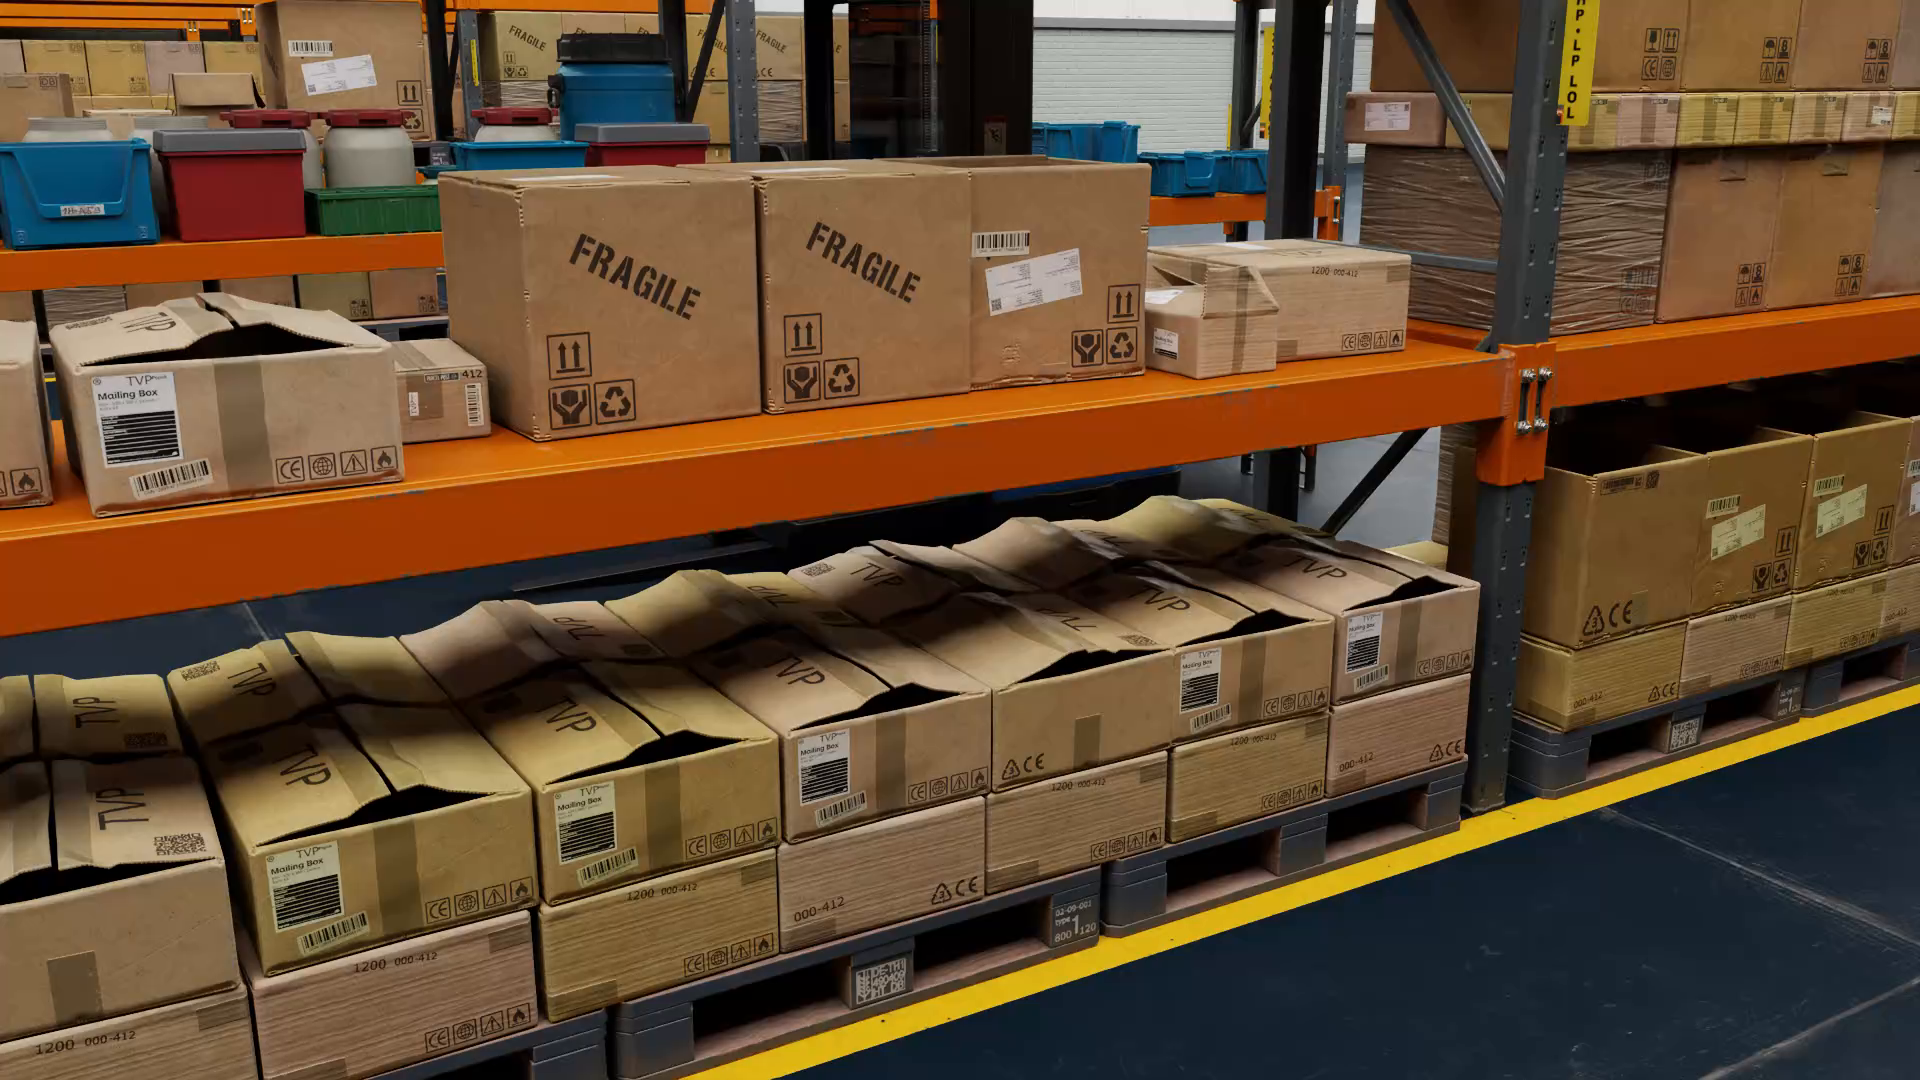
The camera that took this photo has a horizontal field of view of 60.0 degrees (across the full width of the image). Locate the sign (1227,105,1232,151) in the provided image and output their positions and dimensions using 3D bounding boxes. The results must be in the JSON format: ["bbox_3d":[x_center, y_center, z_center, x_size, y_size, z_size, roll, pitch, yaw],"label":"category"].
[{"bbox_3d":[1.834,-2.758,11.179,0.005,0.325,0.100,-9,18,-30],"label":"sign"}]

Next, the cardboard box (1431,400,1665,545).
[{"bbox_3d":[1.952,-0.215,5.548,0.500,0.500,0.500,-9,18,-30],"label":"cardboard box"}]

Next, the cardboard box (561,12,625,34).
[{"bbox_3d":[-2.921,-3.833,12.938,0.500,0.500,0.500,-9,18,-30],"label":"cardboard box"}]

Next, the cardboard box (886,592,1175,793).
[{"bbox_3d":[0.162,0.323,3.979,0.500,0.311,0.500,-9,18,-30],"label":"cardboard box"}]

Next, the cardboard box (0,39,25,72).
[{"bbox_3d":[-8.940,-4.353,15.343,0.500,0.500,0.700,-10,18,-31],"label":"cardboard box"}]

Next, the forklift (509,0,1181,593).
[{"bbox_3d":[-0.522,-1.316,6.675,3.031,2.935,1.130,-10,19,-33],"label":"forklift"}]

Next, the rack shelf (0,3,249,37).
[{"bbox_3d":[-10.684,-6.200,19.744,4.000,0.370,1.077,-9,18,-30],"label":"rack shelf"}]

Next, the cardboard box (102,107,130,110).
[{"bbox_3d":[-6.004,-2.963,11.892,0.258,0.266,0.396,-10,18,-31],"label":"cardboard box"}]

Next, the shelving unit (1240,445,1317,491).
[{"bbox_3d":[1.196,-0.767,8.061,1.048,1.125,0.538,-10,19,-33],"label":"shelving unit"}]

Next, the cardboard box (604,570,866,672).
[{"bbox_3d":[-0.567,0.271,4.162,0.500,0.311,0.500,-9,18,-28],"label":"cardboard box"}]

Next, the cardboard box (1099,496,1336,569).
[{"bbox_3d":[0.750,0.057,4.926,0.500,0.311,0.500,-9,18,-30],"label":"cardboard box"}]

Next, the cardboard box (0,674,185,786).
[{"bbox_3d":[-1.874,0.484,3.404,0.500,0.311,0.500,-9,18,-28],"label":"cardboard box"}]

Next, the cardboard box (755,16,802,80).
[{"bbox_3d":[-1.637,-4.042,13.684,0.500,0.500,0.500,-9,18,-30],"label":"cardboard box"}]

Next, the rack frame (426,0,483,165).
[{"bbox_3d":[-3.866,-3.087,12.864,0.127,3.000,1.000,-9,18,-30],"label":"rack frame"}]

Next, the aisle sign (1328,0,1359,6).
[{"bbox_3d":[2.328,-3.690,10.200,0.004,0.787,0.394,-9,18,-30],"label":"aisle sign"}]

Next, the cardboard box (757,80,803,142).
[{"bbox_3d":[-1.740,-3.607,13.985,0.500,0.500,0.875,-9,18,-30],"label":"cardboard box"}]

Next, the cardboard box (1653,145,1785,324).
[{"bbox_3d":[2.059,-0.980,5.165,0.500,0.500,0.700,-9,18,-30],"label":"cardboard box"}]

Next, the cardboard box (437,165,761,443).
[{"bbox_3d":[-0.766,-0.523,3.535,0.500,0.500,0.500,-10,19,-33],"label":"cardboard box"}]

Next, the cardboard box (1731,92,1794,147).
[{"bbox_3d":[2.222,-1.255,4.944,0.250,0.149,0.380,-9,18,-30],"label":"cardboard box"}]

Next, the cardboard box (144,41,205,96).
[{"bbox_3d":[-7.629,-4.566,16.102,0.500,0.500,0.700,-9,18,-29],"label":"cardboard box"}]

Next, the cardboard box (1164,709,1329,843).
[{"bbox_3d":[0.592,0.522,4.306,0.500,0.250,0.500,-10,18,-31],"label":"cardboard box"}]

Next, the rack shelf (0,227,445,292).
[{"bbox_3d":[-3.029,-1.316,7.882,4.000,0.370,1.077,-9,18,-30],"label":"rack shelf"}]

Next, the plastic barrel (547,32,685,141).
[{"bbox_3d":[-1.802,-2.199,8.767,0.708,0.901,0.600,-9,18,-30],"label":"plastic barrel"}]

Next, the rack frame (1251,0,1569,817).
[{"bbox_3d":[1.233,-0.794,4.686,0.127,3.000,1.000,-9,18,-30],"label":"rack frame"}]

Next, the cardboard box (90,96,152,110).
[{"bbox_3d":[-7.943,-3.951,15.761,0.500,0.500,0.500,-9,18,-30],"label":"cardboard box"}]

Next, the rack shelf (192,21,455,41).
[{"bbox_3d":[-9.815,-7.904,25.823,4.000,0.370,1.077,-9,18,-30],"label":"rack shelf"}]

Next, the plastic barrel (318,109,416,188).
[{"bbox_3d":[-2.877,-1.822,8.101,0.433,0.535,0.433,0,16,0],"label":"plastic barrel"}]

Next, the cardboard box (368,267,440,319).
[{"bbox_3d":[-4.403,-2.015,12.856,0.500,0.500,0.700,-11,19,-34],"label":"cardboard box"}]

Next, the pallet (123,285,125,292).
[{"bbox_3d":[-8.003,-2.610,16.331,1.213,0.211,1.003,-9,18,-30],"label":"pallet"}]

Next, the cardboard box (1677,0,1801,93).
[{"bbox_3d":[2.042,-1.601,4.974,0.500,0.500,0.700,-9,18,-30],"label":"cardboard box"}]

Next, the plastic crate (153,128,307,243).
[{"bbox_3d":[-3.201,-1.569,7.333,0.583,0.464,0.402,-9,18,-30],"label":"plastic crate"}]

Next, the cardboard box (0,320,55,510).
[{"bbox_3d":[-1.862,-0.236,2.859,0.500,0.311,0.500,-8,18,-26],"label":"cardboard box"}]

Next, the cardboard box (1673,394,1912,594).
[{"bbox_3d":[2.649,-0.165,5.367,0.500,0.500,0.500,-9,18,-30],"label":"cardboard box"}]

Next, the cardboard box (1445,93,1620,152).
[{"bbox_3d":[1.563,-1.147,4.558,0.250,0.149,0.380,-9,18,-30],"label":"cardboard box"}]

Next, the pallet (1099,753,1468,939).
[{"bbox_3d":[0.621,0.660,4.665,1.213,0.211,1.003,-9,18,-30],"label":"pallet"}]

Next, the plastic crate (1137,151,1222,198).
[{"bbox_3d":[1.279,-2.198,9.967,0.408,0.251,0.499,-9,18,-30],"label":"plastic crate"}]

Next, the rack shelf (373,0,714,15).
[{"bbox_3d":[-4.619,-5.624,17.692,4.000,0.370,1.077,-9,18,-30],"label":"rack shelf"}]

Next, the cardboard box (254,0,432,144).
[{"bbox_3d":[-4.619,-3.500,12.448,1.000,1.000,1.000,-9,18,-29],"label":"cardboard box"}]

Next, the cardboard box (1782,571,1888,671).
[{"bbox_3d":[2.649,0.196,5.468,0.500,0.250,0.500,-9,18,-30],"label":"cardboard box"}]

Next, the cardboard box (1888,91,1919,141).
[{"bbox_3d":[2.889,-1.363,5.330,0.250,0.149,0.380,-9,18,-30],"label":"cardboard box"}]

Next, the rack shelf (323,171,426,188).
[{"bbox_3d":[-5.580,-2.462,11.970,4.000,0.370,1.077,-9,18,-30],"label":"rack shelf"}]

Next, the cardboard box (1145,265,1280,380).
[{"bbox_3d":[0.574,-0.565,4.117,0.258,0.266,0.396,-10,18,-31],"label":"cardboard box"}]

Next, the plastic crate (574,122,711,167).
[{"bbox_3d":[-1.572,-1.834,8.275,0.583,0.464,0.402,-9,18,-30],"label":"plastic crate"}]

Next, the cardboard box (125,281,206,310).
[{"bbox_3d":[-5.779,-1.797,12.080,0.500,0.500,0.700,-8,17,-25],"label":"cardboard box"}]

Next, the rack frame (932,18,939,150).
[{"bbox_3d":[-0.437,-3.643,14.848,0.127,3.000,1.000,-9,18,-30],"label":"rack frame"}]

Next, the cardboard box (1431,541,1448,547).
[{"bbox_3d":[1.951,0.145,5.651,0.500,0.250,0.500,-9,18,-30],"label":"cardboard box"}]

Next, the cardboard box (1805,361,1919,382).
[{"bbox_3d":[3.238,-0.424,6.293,0.500,0.500,0.500,-9,18,-30],"label":"cardboard box"}]

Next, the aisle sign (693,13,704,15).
[{"bbox_3d":[-2.999,-6.135,18.924,0.004,0.787,0.394,-9,18,-30],"label":"aisle sign"}]

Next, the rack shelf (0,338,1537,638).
[{"bbox_3d":[-0.482,-0.170,3.791,4.000,0.370,1.077,-9,18,-30],"label":"rack shelf"}]

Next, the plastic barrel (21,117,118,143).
[{"bbox_3d":[-3.972,-1.631,7.464,0.421,0.512,0.421,0,16,0],"label":"plastic barrel"}]

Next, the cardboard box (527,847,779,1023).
[{"bbox_3d":[-0.723,0.735,3.547,0.500,0.250,0.500,-10,18,-31],"label":"cardboard box"}]

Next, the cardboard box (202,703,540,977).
[{"bbox_3d":[-1.150,0.534,3.226,0.500,0.311,0.500,-10,18,-31],"label":"cardboard box"}]

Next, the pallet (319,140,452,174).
[{"bbox_3d":[-4.596,-2.922,12.631,1.213,0.211,1.003,-9,18,-30],"label":"pallet"}]

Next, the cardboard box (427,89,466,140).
[{"bbox_3d":[-5.564,-4.456,17.472,0.550,0.550,0.875,-9,18,-30],"label":"cardboard box"}]
